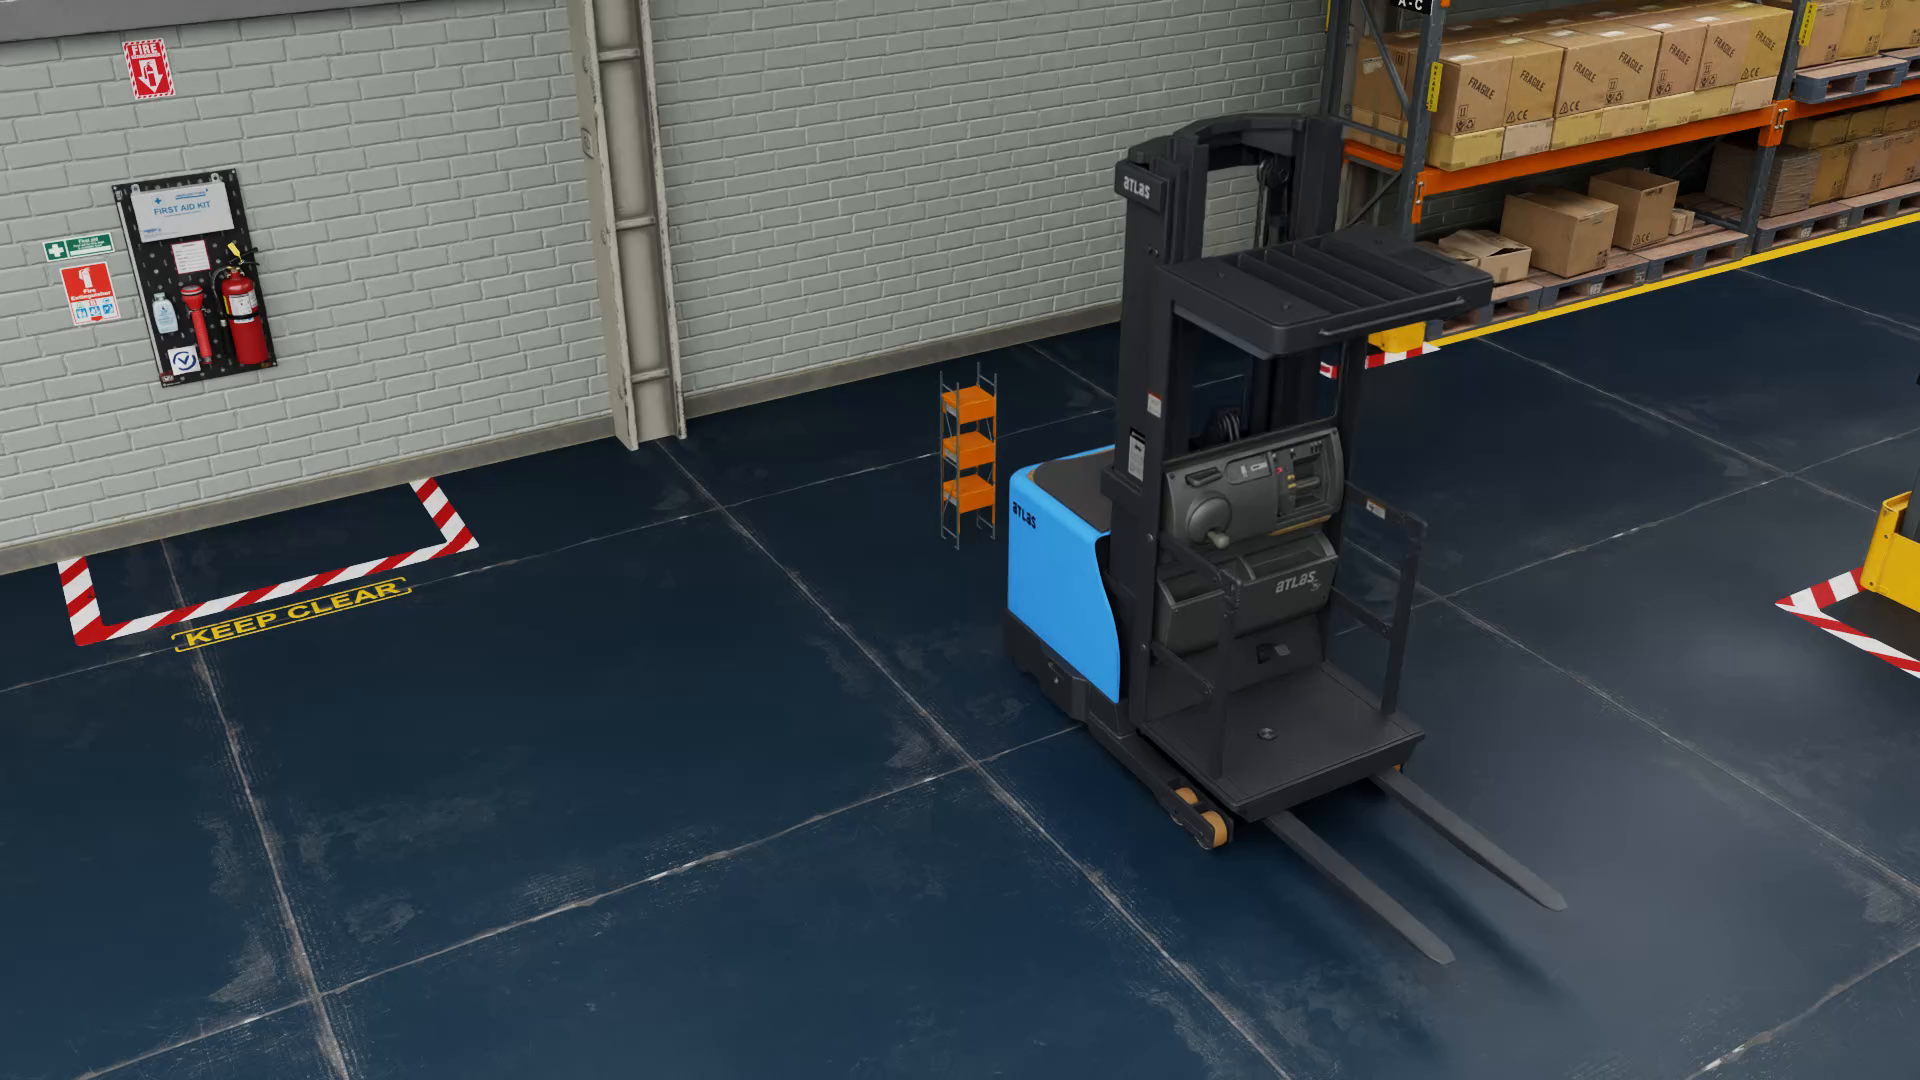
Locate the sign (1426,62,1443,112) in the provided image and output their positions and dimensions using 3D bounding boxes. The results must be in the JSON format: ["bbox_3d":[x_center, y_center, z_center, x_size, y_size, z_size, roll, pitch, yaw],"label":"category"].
[{"bbox_3d":[3.236,-3.095,11.357,0.005,0.325,0.100,-16,33,-26],"label":"sign"}]

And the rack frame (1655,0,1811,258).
[{"bbox_3d":[6.410,-3.921,13.750,0.127,3.000,1.000,-16,33,-26],"label":"rack frame"}]

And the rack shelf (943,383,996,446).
[{"bbox_3d":[0.046,-0.712,9.388,0.240,0.259,0.215,-16,33,-26],"label":"rack shelf"}]

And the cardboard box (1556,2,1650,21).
[{"bbox_3d":[5.019,-3.920,13.106,0.500,0.500,0.500,-15,32,-25],"label":"cardboard box"}]

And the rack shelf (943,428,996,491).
[{"bbox_3d":[0.046,-0.464,9.525,0.240,0.259,0.215,-16,33,-26],"label":"rack shelf"}]

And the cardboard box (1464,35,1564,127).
[{"bbox_3d":[3.956,-3.322,12.023,0.500,0.500,0.500,-16,33,-26],"label":"cardboard box"}]

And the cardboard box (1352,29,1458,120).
[{"bbox_3d":[3.260,-3.417,12.196,0.500,0.500,0.500,-16,33,-27],"label":"cardboard box"}]

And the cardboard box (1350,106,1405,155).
[{"bbox_3d":[3.266,-3.080,12.361,0.500,0.250,0.500,-15,32,-26],"label":"cardboard box"}]

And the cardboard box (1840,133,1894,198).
[{"bbox_3d":[7.917,-3.462,15.050,0.500,0.500,0.700,-15,32,-26],"label":"cardboard box"}]

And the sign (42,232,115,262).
[{"bbox_3d":[-4.717,-1.568,8.902,0.331,0.109,0.001,-16,33,-26],"label":"sign"}]

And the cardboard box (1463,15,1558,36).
[{"bbox_3d":[4.143,-3.665,12.644,0.500,0.500,0.500,-17,33,-28],"label":"cardboard box"}]

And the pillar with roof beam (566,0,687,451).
[{"bbox_3d":[0.135,-2.838,5.579,0.400,9.000,9.100,-16,33,-26],"label":"pillar with roof beam"}]

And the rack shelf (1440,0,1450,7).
[{"bbox_3d":[4.686,-4.430,12.312,4.000,0.370,1.077,-16,33,-26],"label":"rack shelf"}]

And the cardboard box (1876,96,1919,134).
[{"bbox_3d":[8.300,-3.887,15.045,0.500,0.250,0.500,-16,33,-27],"label":"cardboard box"}]

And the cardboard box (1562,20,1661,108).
[{"bbox_3d":[4.844,-3.577,12.485,0.500,0.500,0.500,-15,32,-25],"label":"cardboard box"}]

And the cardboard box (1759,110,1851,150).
[{"bbox_3d":[7.414,-3.644,14.604,0.500,0.250,0.500,-17,33,-27],"label":"cardboard box"}]

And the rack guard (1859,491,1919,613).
[{"bbox_3d":[5.453,0.221,8.832,0.348,0.500,1.175,-16,33,-26],"label":"rack guard"}]

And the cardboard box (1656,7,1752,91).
[{"bbox_3d":[5.732,-3.823,12.932,0.500,0.500,0.500,-16,33,-27],"label":"cardboard box"}]

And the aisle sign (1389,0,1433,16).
[{"bbox_3d":[3.051,-3.937,11.090,0.004,0.787,0.394,-16,33,-26],"label":"aisle sign"}]

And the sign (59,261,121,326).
[{"bbox_3d":[-4.725,-1.339,9.035,0.234,0.329,0.001,-16,33,-26],"label":"sign"}]

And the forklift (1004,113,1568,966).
[{"bbox_3d":[1.391,-0.181,7.044,1.130,2.935,3.031,-15,32,-26],"label":"forklift"}]

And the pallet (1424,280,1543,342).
[{"bbox_3d":[3.745,-1.924,13.017,1.213,0.211,1.003,-16,33,-26],"label":"pallet"}]

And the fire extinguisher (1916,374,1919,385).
[{"bbox_3d":[5.137,-1.010,8.555,0.183,0.674,0.296,-16,33,-26],"label":"fire extinguisher"}]

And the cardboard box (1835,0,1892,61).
[{"bbox_3d":[7.352,-4.401,14.062,0.500,0.500,0.700,-12,31,-21],"label":"cardboard box"}]

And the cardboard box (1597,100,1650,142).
[{"bbox_3d":[4.863,-3.250,12.669,0.500,0.250,0.500,-16,32,-26],"label":"cardboard box"}]

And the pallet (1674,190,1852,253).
[{"bbox_3d":[7.081,-2.891,14.771,1.213,0.211,1.003,-16,33,-26],"label":"pallet"}]

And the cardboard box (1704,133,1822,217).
[{"bbox_3d":[7.036,-3.206,14.587,0.500,0.500,0.700,-15,32,-25],"label":"cardboard box"}]

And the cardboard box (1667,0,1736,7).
[{"bbox_3d":[5.899,-4.164,13.550,0.500,0.500,0.500,-17,33,-27],"label":"cardboard box"}]

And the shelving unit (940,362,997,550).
[{"bbox_3d":[0.046,-0.473,9.520,0.252,1.050,0.215,-16,33,-26],"label":"shelving unit"}]

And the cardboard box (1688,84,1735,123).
[{"bbox_3d":[5.721,-3.503,13.128,0.500,0.250,0.500,-16,33,-26],"label":"cardboard box"}]

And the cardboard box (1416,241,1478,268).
[{"bbox_3d":[3.603,-2.089,12.758,0.500,0.311,0.500,-20,35,-32],"label":"cardboard box"}]

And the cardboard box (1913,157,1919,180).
[{"bbox_3d":[8.761,-3.723,15.523,0.500,0.500,0.700,-16,33,-26],"label":"cardboard box"}]

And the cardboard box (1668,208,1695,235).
[{"bbox_3d":[5.964,-2.730,14.069,0.250,0.166,0.380,-21,35,-33],"label":"cardboard box"}]

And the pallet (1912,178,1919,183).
[{"bbox_3d":[9.184,-3.489,15.853,1.213,0.211,1.003,-16,33,-26],"label":"pallet"}]

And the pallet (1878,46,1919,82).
[{"bbox_3d":[8.173,-4.314,14.662,1.213,0.211,1.003,-16,33,-26],"label":"pallet"}]

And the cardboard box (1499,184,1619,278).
[{"bbox_3d":[4.753,-2.470,13.253,0.500,0.500,0.700,-18,34,-29],"label":"cardboard box"}]

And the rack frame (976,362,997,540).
[{"bbox_3d":[0.151,-0.503,9.574,0.008,1.050,0.200,-16,33,-26],"label":"rack frame"}]

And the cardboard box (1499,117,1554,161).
[{"bbox_3d":[3.983,-3.005,12.225,0.500,0.250,0.500,-17,33,-28],"label":"cardboard box"}]

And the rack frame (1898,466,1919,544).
[{"bbox_3d":[5.474,-0.879,8.238,0.127,3.000,1.000,-16,33,-26],"label":"rack frame"}]
